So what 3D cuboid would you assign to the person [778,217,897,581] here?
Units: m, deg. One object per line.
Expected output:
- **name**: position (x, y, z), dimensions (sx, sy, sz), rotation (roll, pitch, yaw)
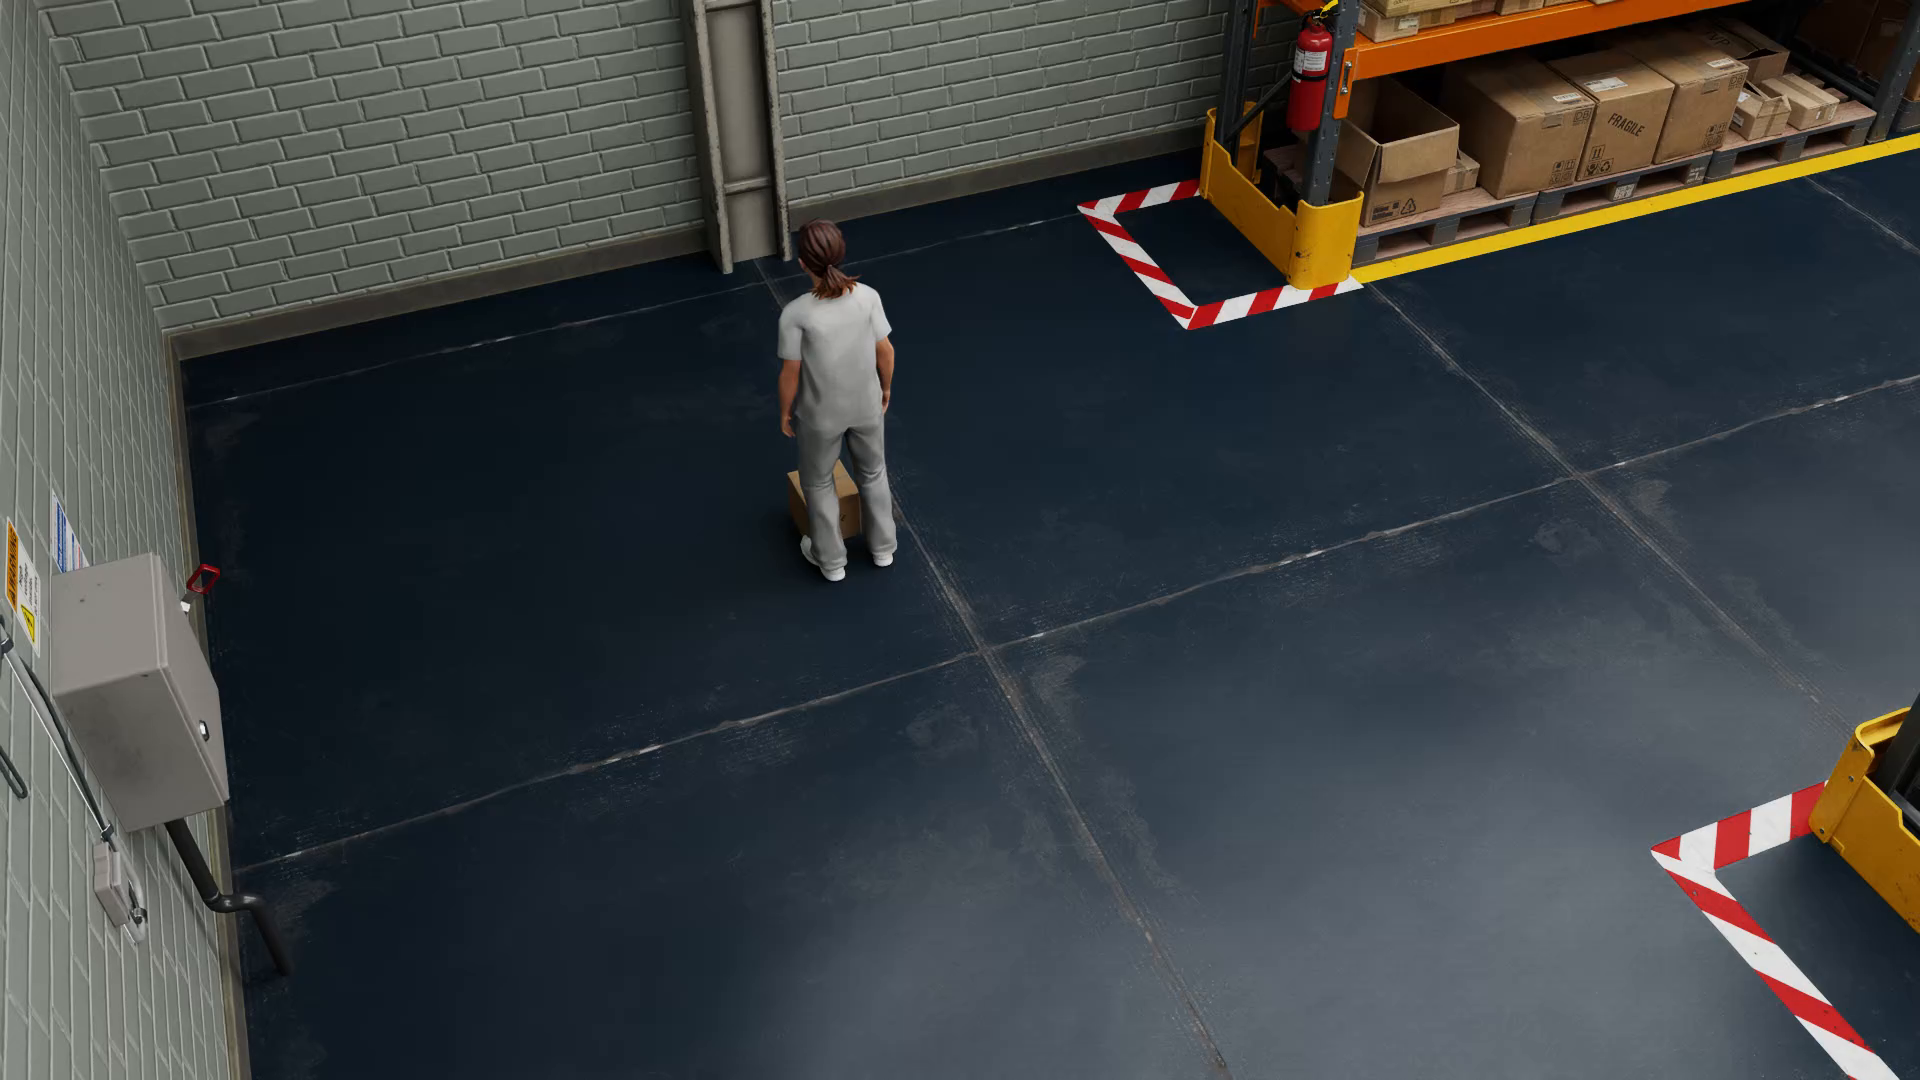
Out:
- **person**: position (-0.499, -0.541, 6.764), dimensions (0.486, 1.673, 0.357), rotation (-15, 44, -16)
